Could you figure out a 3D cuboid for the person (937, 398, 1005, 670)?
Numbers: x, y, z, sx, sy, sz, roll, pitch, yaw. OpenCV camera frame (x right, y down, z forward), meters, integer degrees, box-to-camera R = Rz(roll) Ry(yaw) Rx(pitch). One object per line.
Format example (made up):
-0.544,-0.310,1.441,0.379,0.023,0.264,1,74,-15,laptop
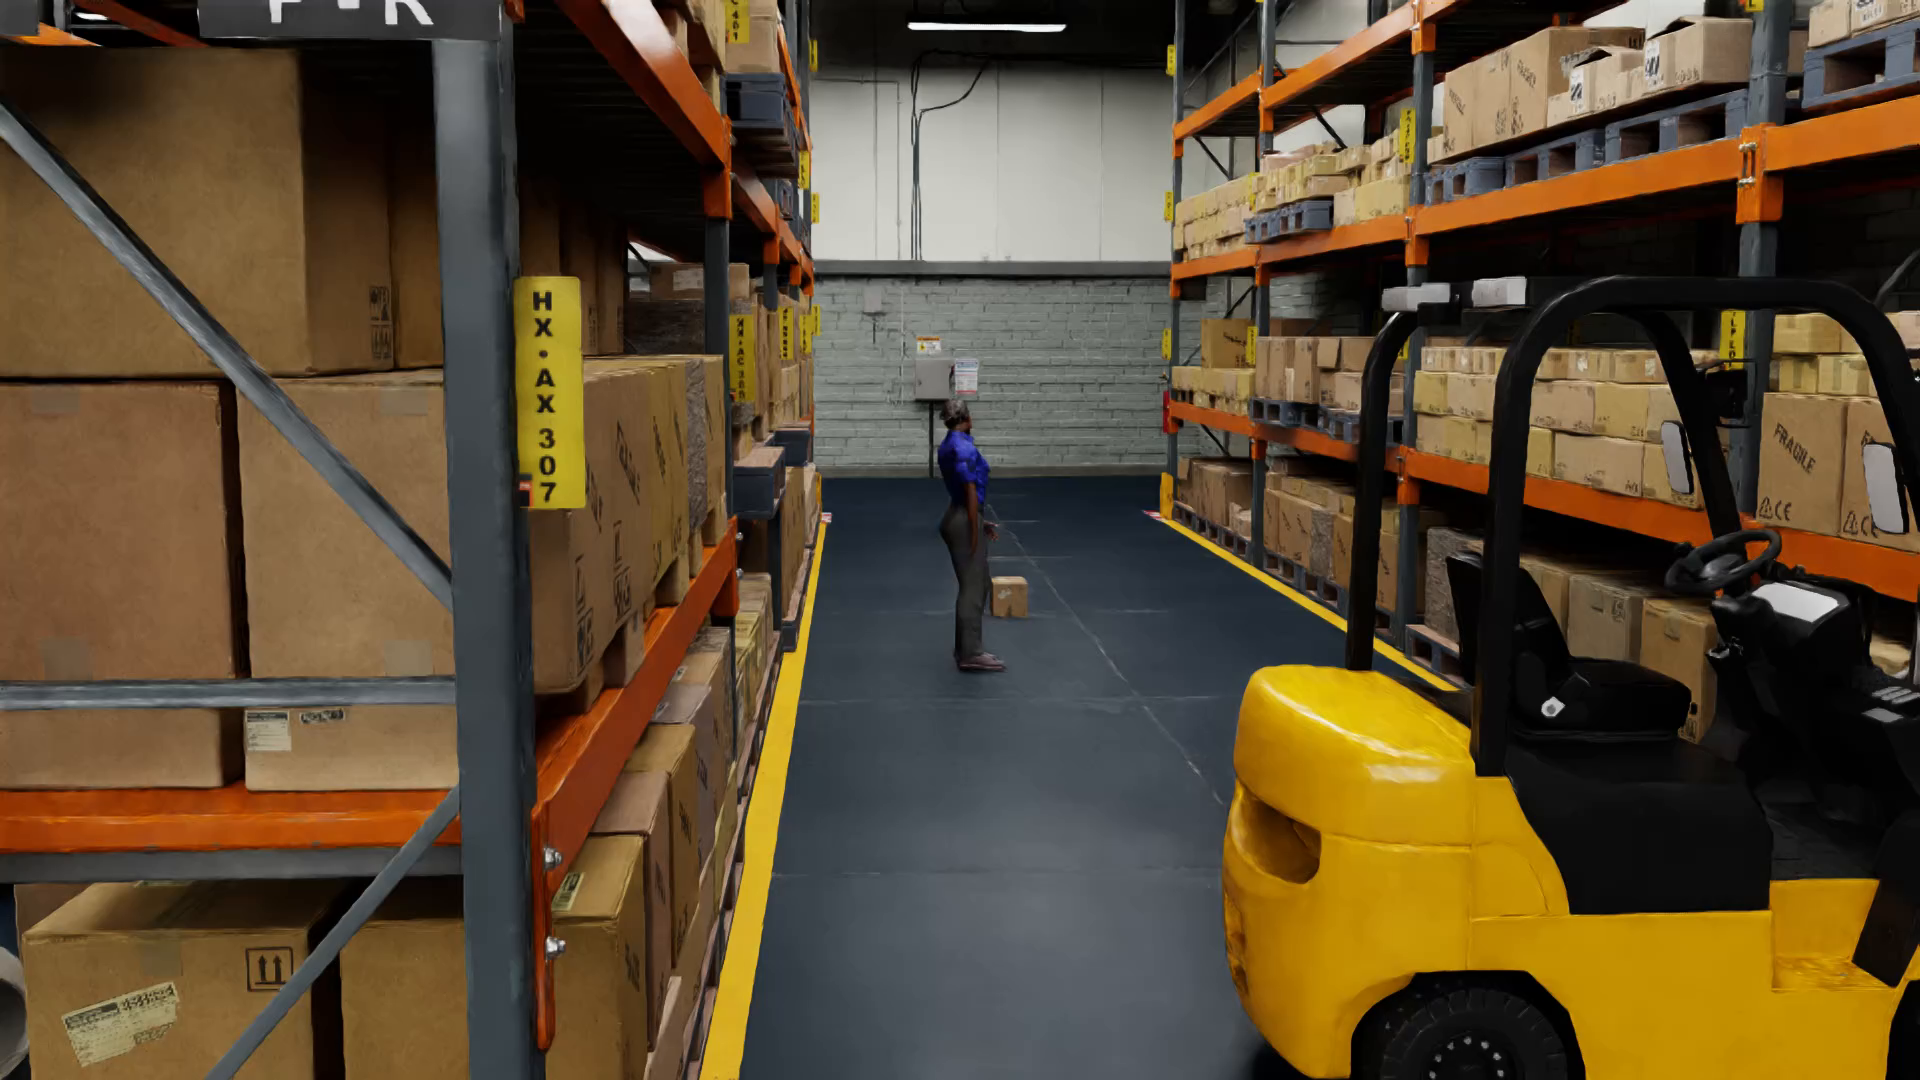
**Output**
0.085,-0.043,10.259,0.398,1.638,0.557,-2,7,-15,person
